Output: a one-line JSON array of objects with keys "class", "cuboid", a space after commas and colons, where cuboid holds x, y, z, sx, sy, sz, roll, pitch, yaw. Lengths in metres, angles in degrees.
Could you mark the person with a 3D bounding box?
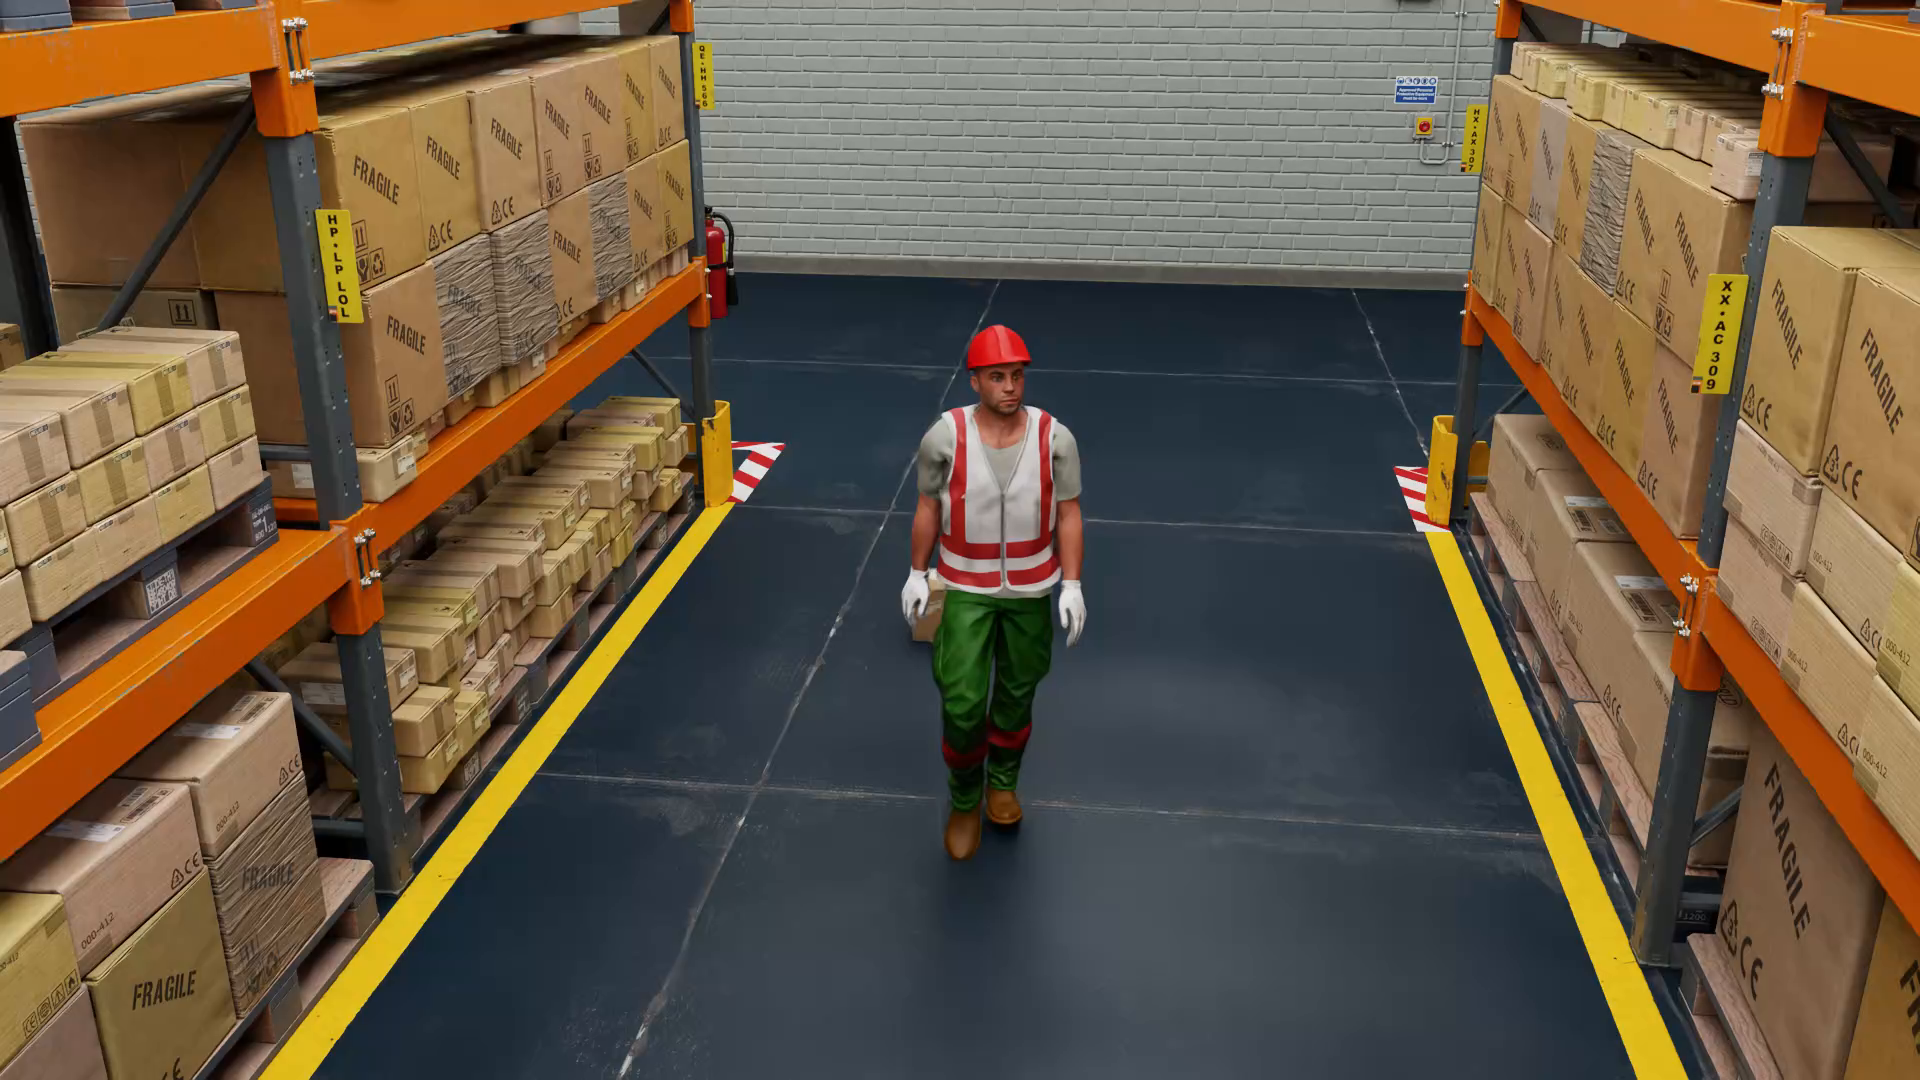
[{"class": "person", "cuboid": [0.116, 0.196, 5.522, 0.592, 1.834, 0.511, -3, 21, -8]}]
